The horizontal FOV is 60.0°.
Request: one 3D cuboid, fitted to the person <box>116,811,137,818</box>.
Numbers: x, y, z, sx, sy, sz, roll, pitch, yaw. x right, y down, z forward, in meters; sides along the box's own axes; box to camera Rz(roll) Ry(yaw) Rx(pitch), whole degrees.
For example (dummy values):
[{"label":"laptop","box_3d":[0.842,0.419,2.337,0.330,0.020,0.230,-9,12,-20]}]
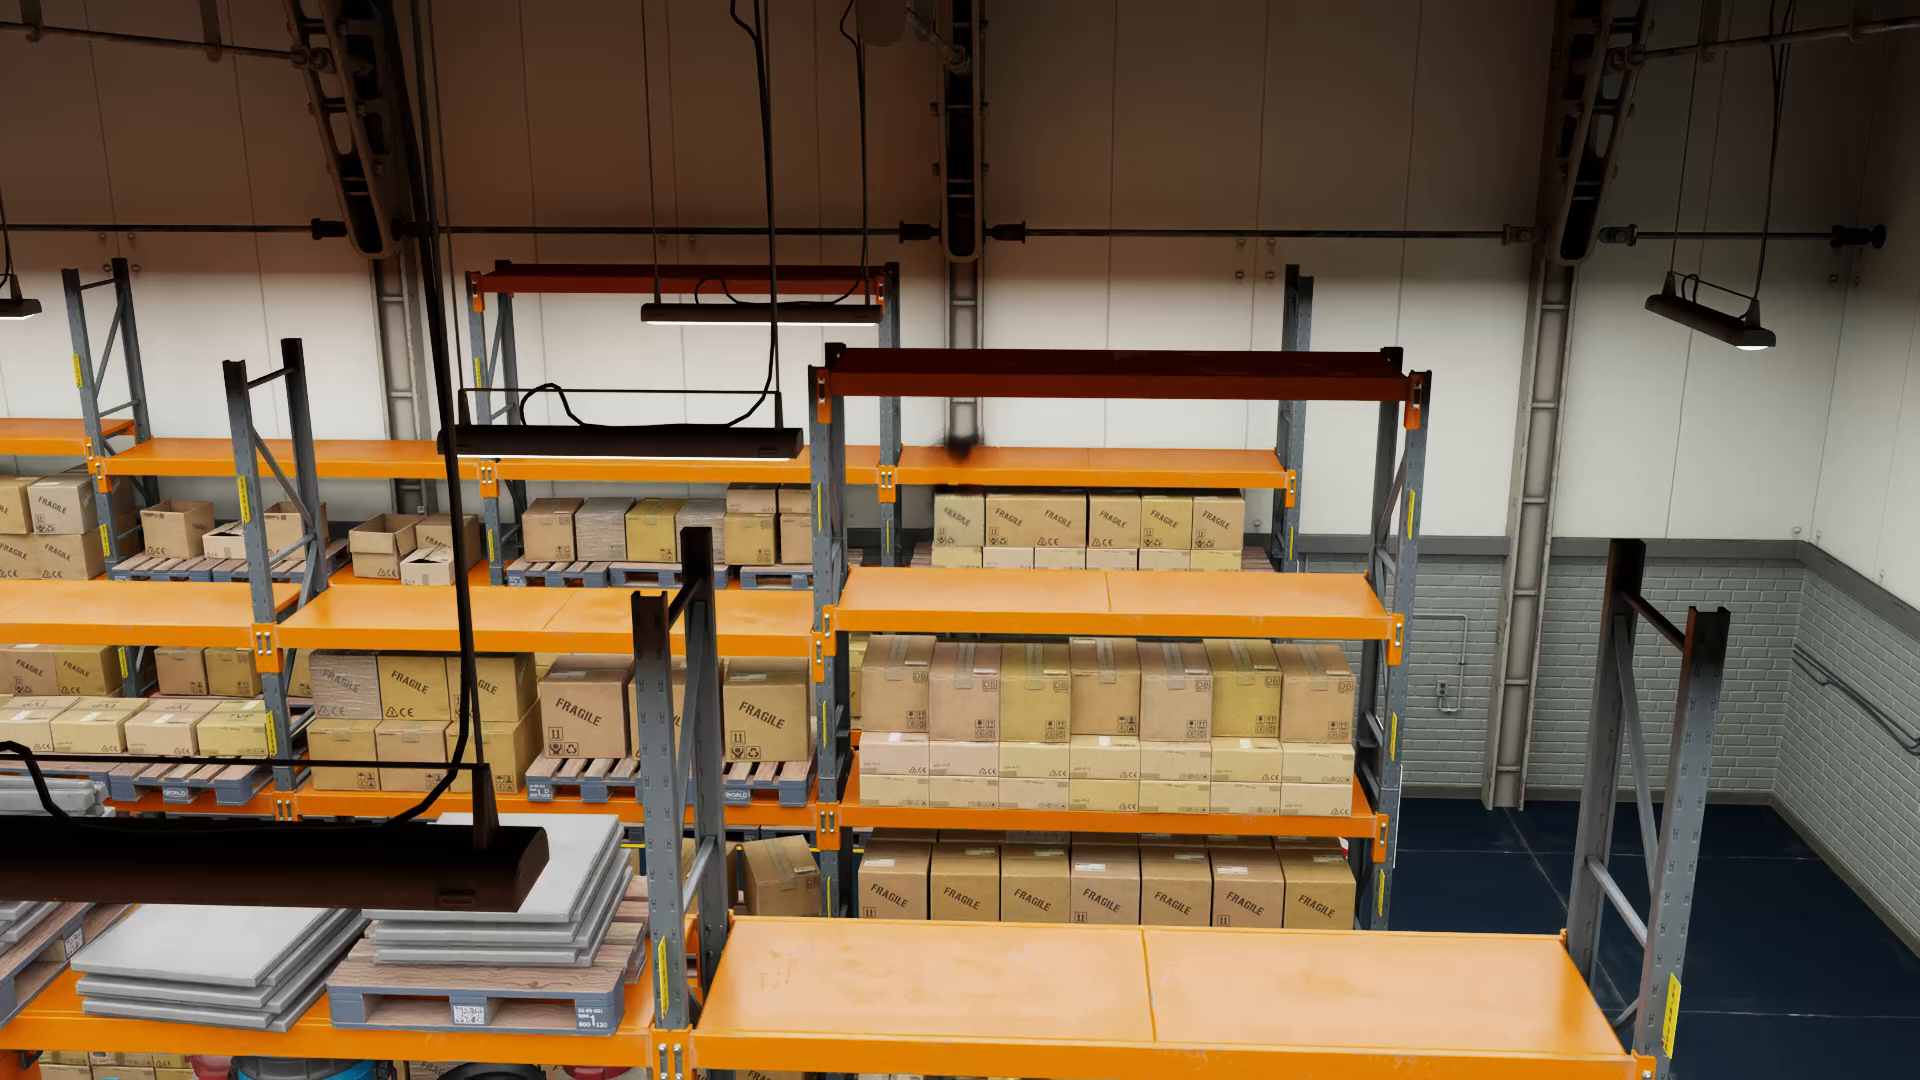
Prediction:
[{"label":"person","box_3d":[-8.430,2.682,16.355,0.587,1.753,0.461,-3,16,-11]}]
